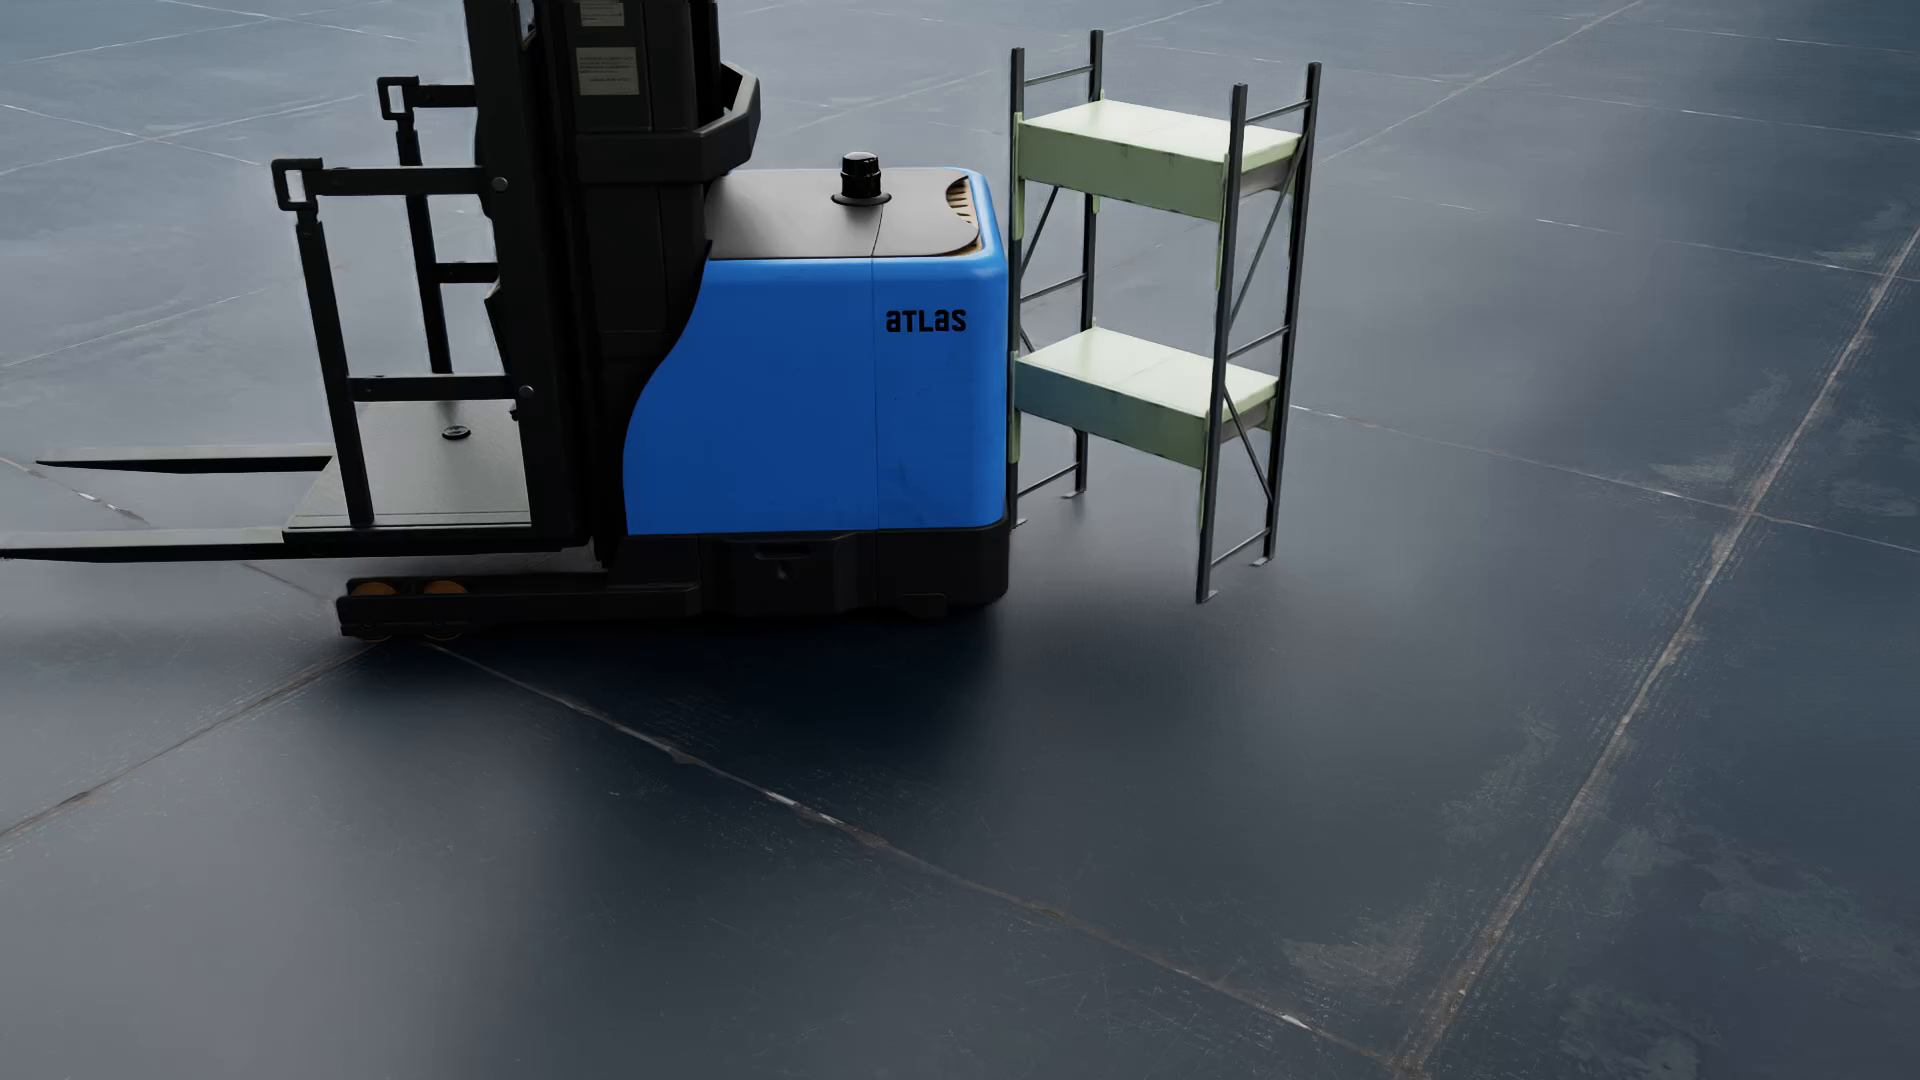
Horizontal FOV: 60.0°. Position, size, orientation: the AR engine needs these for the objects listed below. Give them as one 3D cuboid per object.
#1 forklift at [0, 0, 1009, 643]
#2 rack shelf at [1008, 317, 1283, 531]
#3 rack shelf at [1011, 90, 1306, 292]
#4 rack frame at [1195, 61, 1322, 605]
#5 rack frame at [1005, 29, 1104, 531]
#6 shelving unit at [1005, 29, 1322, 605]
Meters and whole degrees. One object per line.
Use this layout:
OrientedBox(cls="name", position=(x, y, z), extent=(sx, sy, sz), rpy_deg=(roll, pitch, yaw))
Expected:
OrientedBox(cls="forklift", position=(-1.394, -1.264, 4.502), extent=(3.031, 2.935, 1.130), rpy_deg=(-1, 27, -2))
OrientedBox(cls="rack shelf", position=(0.557, -0.368, 5.038), extent=(0.720, 0.370, 0.431), rpy_deg=(22, 34, 36))
OrientedBox(cls="rack shelf", position=(0.557, -1.006, 4.714), extent=(0.720, 0.370, 0.431), rpy_deg=(22, 34, 36))
OrientedBox(cls="rack frame", position=(0.832, -0.549, 4.675), extent=(0.023, 1.500, 0.400), rpy_deg=(22, 34, 36))
OrientedBox(cls="rack frame", position=(0.283, -0.768, 5.106), extent=(0.023, 1.500, 0.400), rpy_deg=(22, 34, 36))
OrientedBox(cls="shelving unit", position=(0.557, -0.659, 4.891), extent=(0.755, 1.500, 0.431), rpy_deg=(22, 34, 36))
